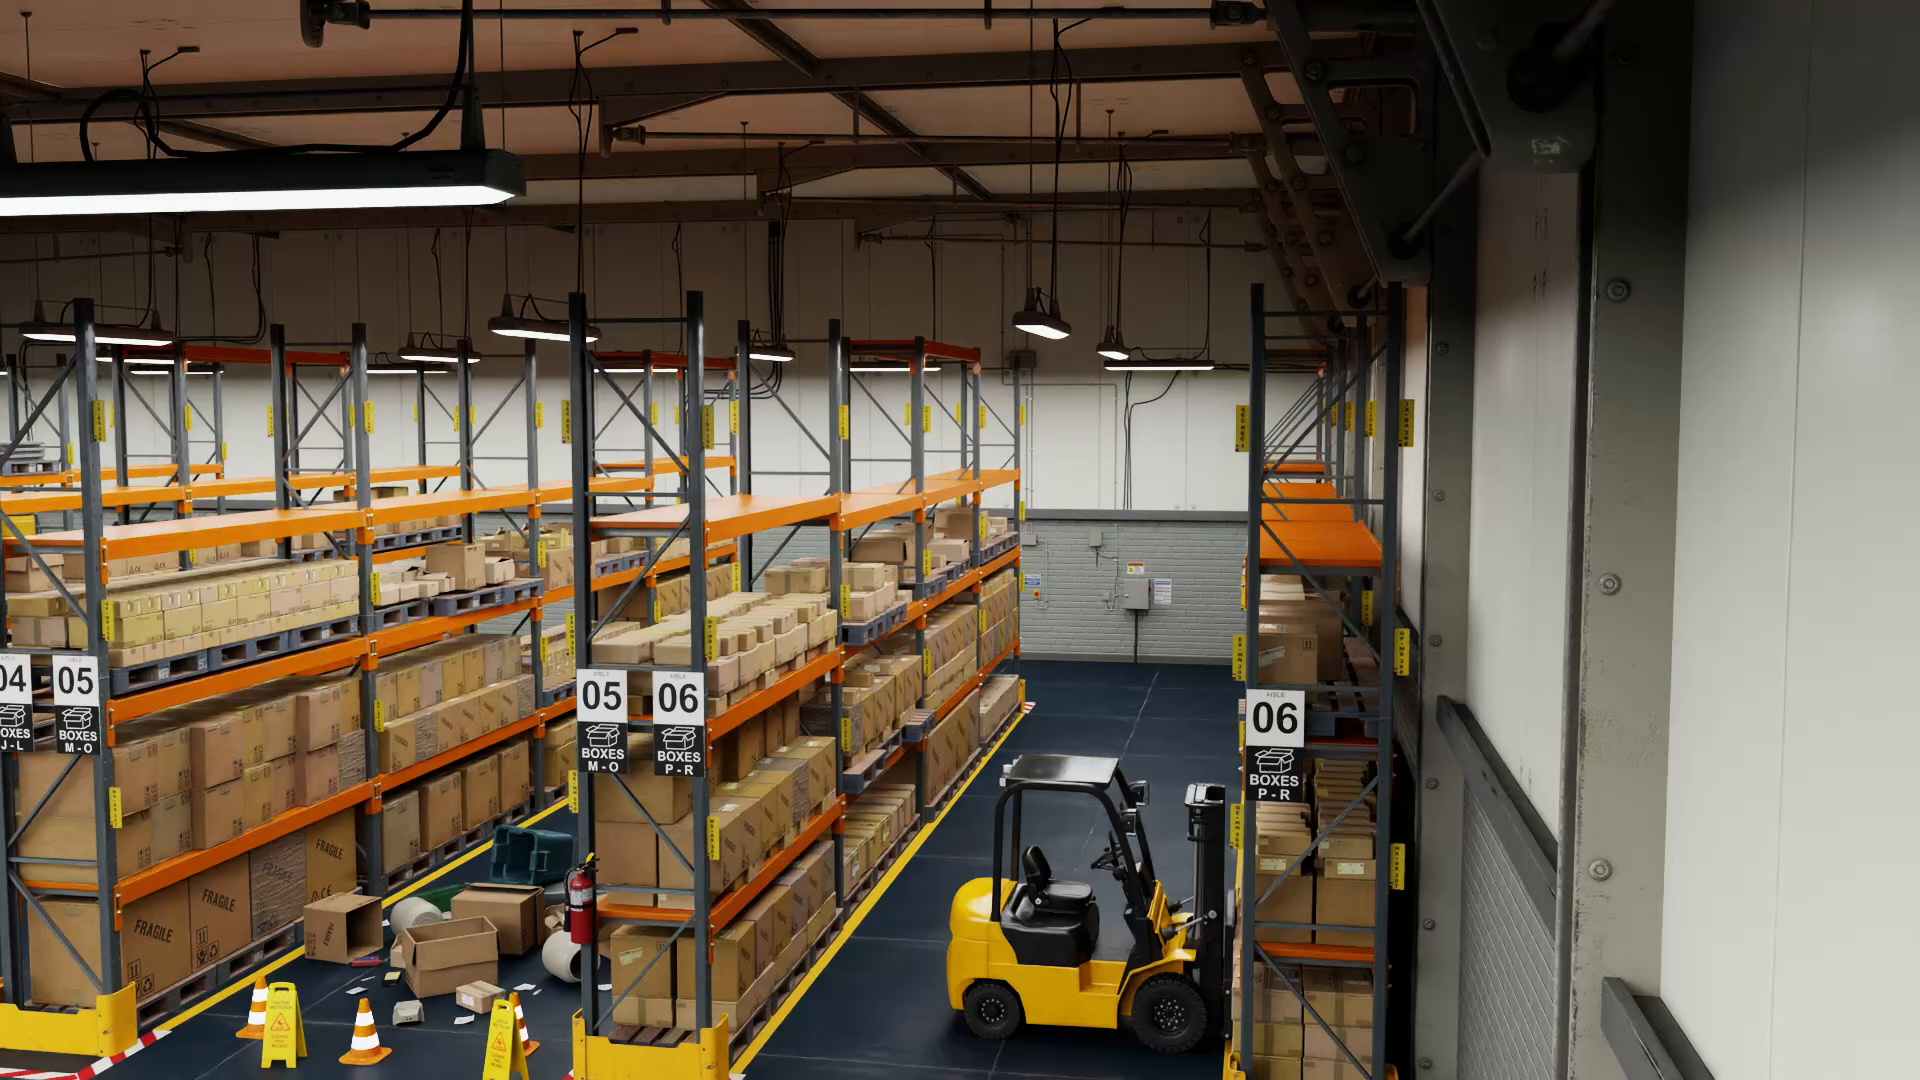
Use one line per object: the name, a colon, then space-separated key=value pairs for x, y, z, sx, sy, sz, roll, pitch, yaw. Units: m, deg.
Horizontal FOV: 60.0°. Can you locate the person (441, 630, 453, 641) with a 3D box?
person: x=-8.158 y=2.225 z=26.631 sx=0.571 sy=1.631 sz=0.557 roll=0 pitch=5 yaw=2

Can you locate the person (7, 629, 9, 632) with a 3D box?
person: x=-17.543 y=1.891 z=30.567 sx=0.561 sy=1.595 sz=1.021 roll=0 pitch=5 yaw=3
